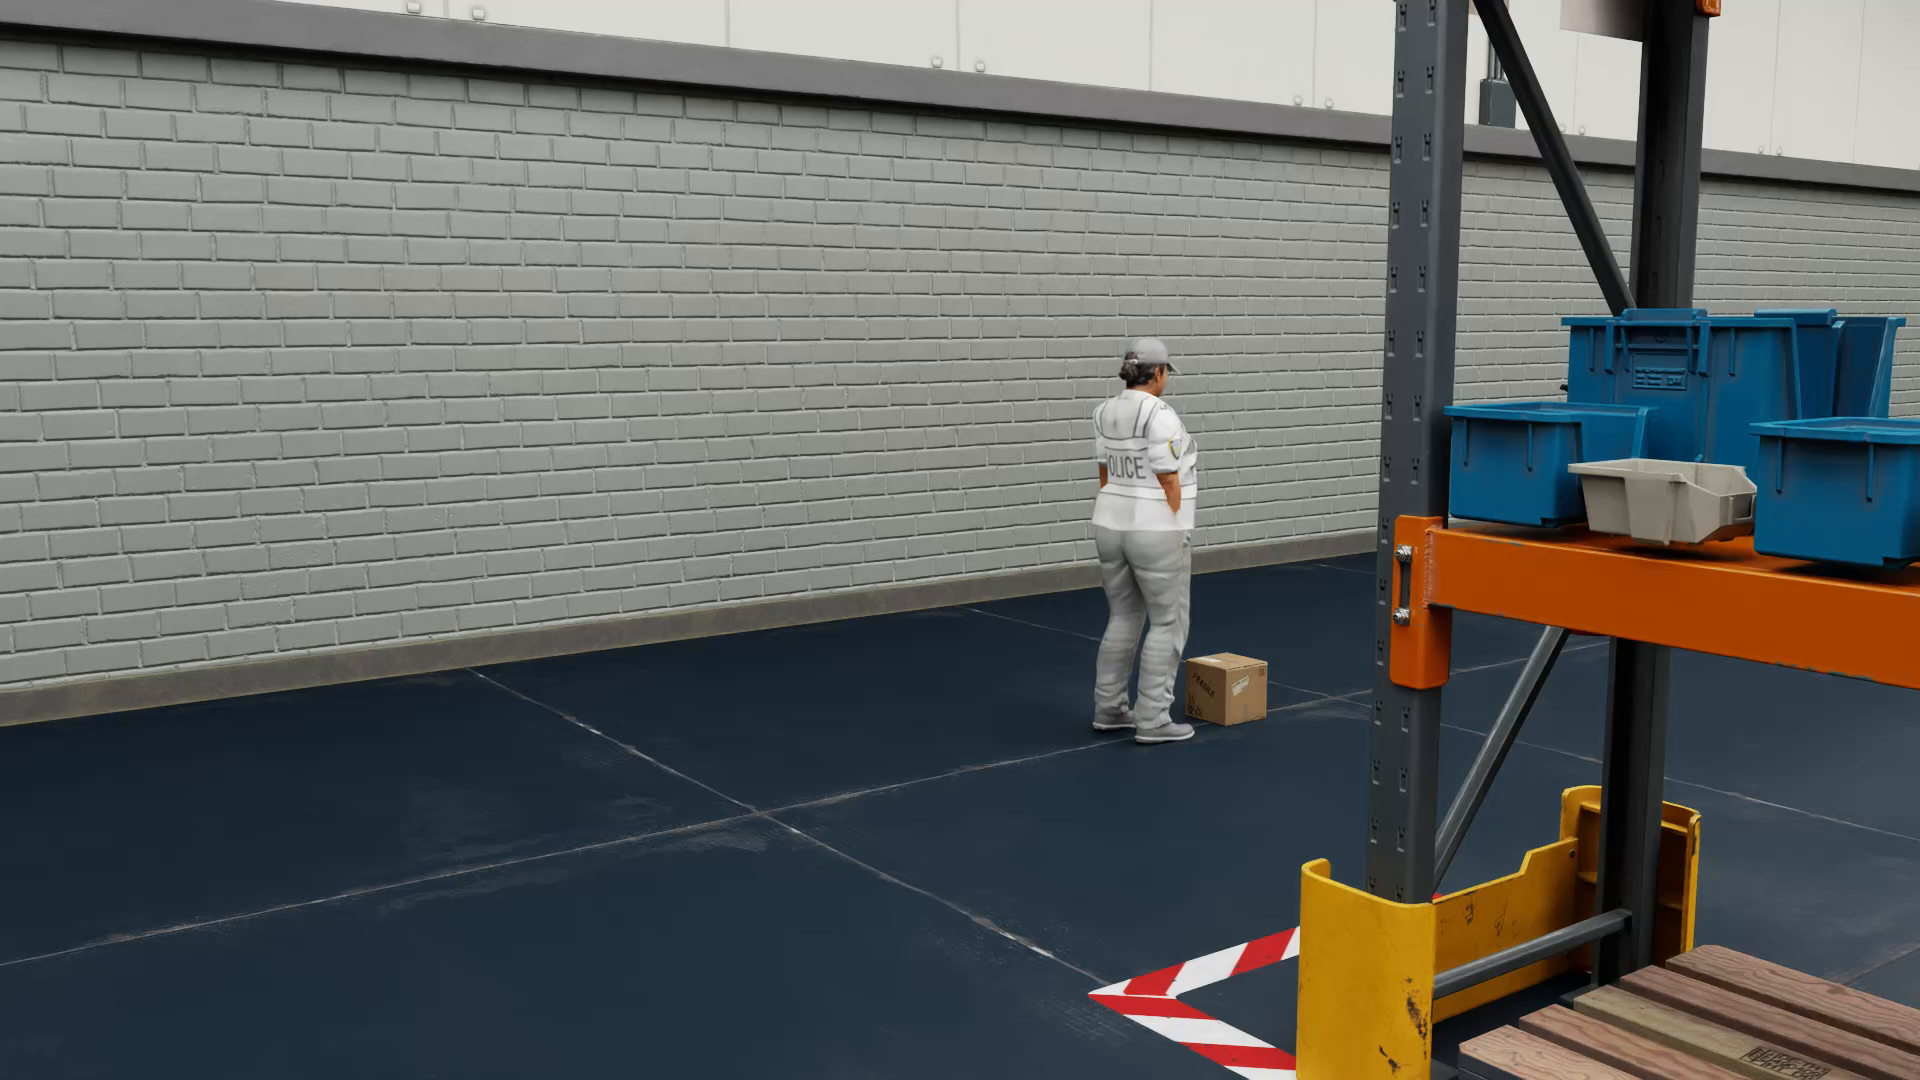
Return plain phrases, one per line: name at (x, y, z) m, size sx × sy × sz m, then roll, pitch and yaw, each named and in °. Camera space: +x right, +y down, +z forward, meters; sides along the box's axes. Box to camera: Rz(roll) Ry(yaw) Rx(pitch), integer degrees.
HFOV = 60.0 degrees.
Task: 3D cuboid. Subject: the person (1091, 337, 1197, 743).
person at (0.761, -0.007, 6.896) m, size 0.390 × 1.658 × 0.470 m, roll -6°, pitch 10°, yaw -35°
